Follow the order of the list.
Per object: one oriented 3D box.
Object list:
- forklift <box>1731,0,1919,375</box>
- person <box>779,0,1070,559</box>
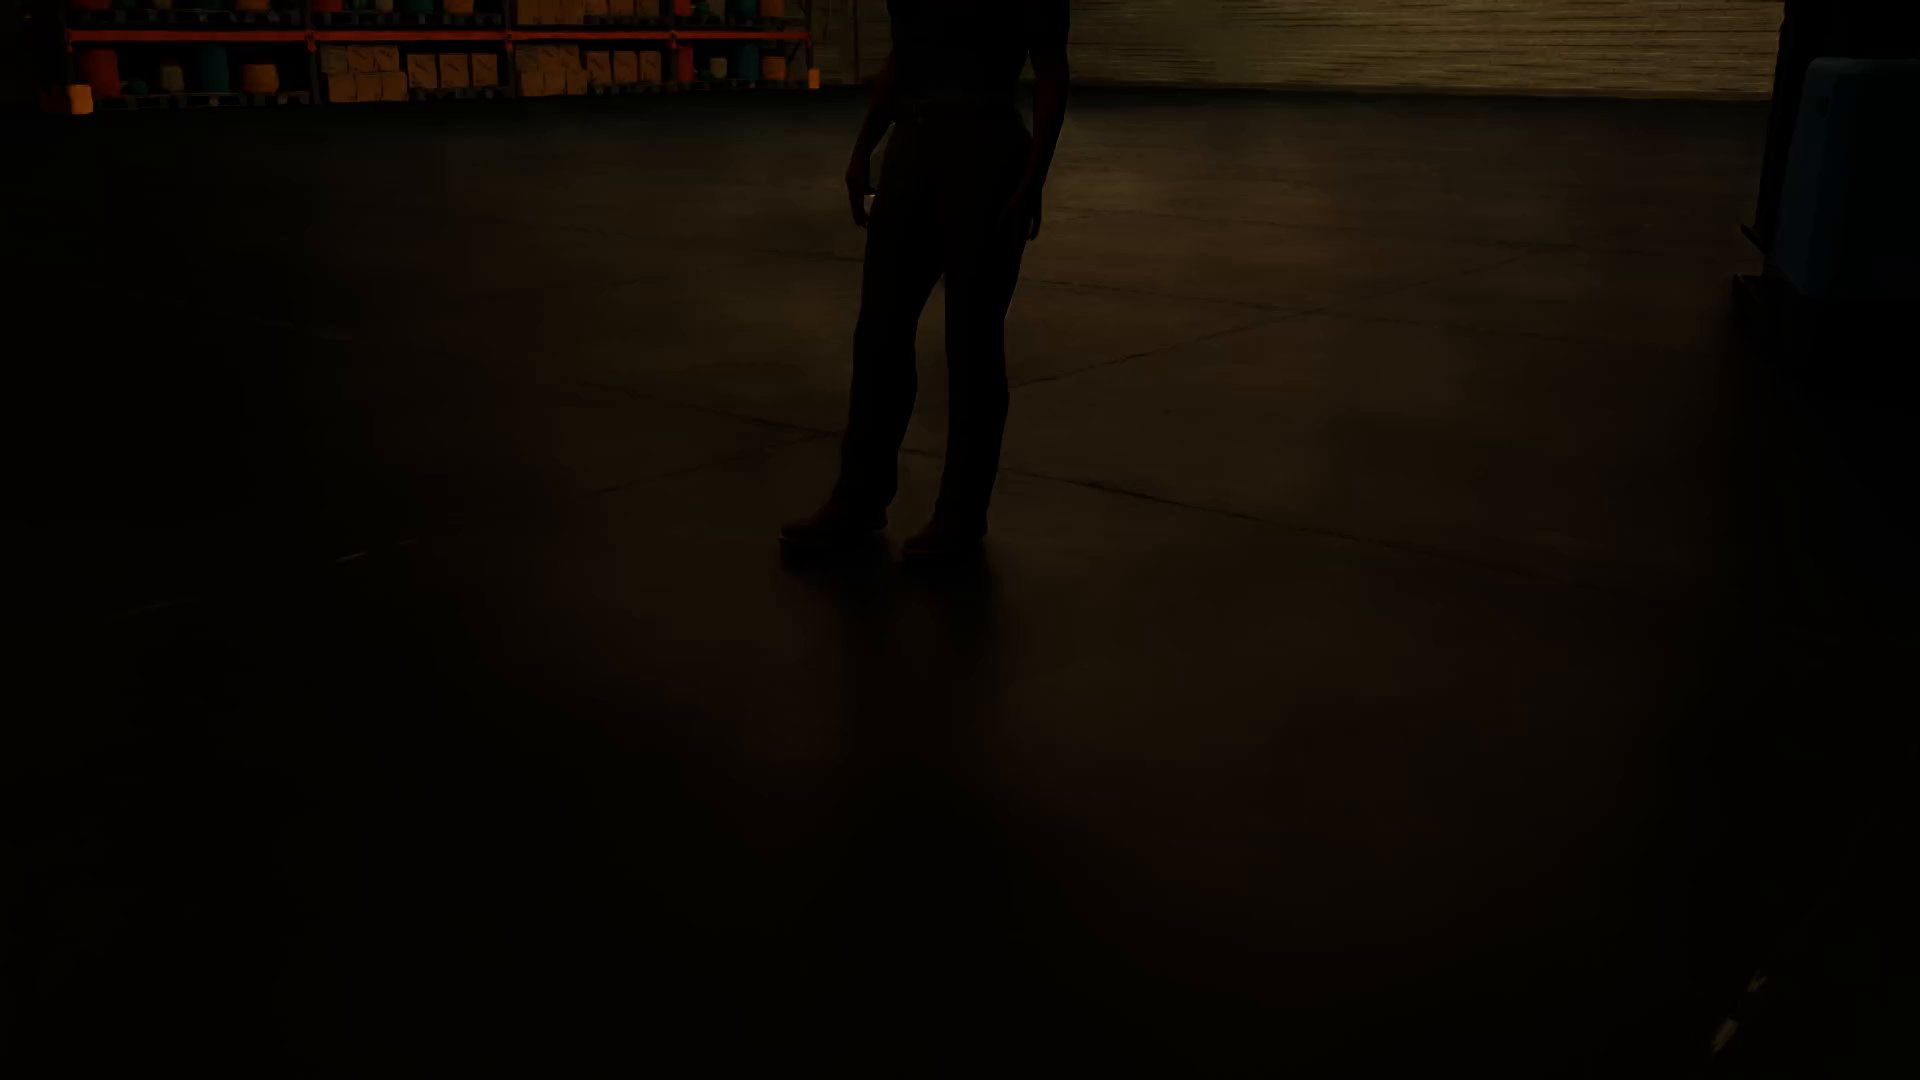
[{"bbox_3d":[3.800,-2.277,6.398,1.130,2.935,3.031,6,18,19],"label":"forklift"},{"bbox_3d":[-0.071,-0.783,3.647,0.570,1.654,0.503,13,21,37],"label":"person"}]
